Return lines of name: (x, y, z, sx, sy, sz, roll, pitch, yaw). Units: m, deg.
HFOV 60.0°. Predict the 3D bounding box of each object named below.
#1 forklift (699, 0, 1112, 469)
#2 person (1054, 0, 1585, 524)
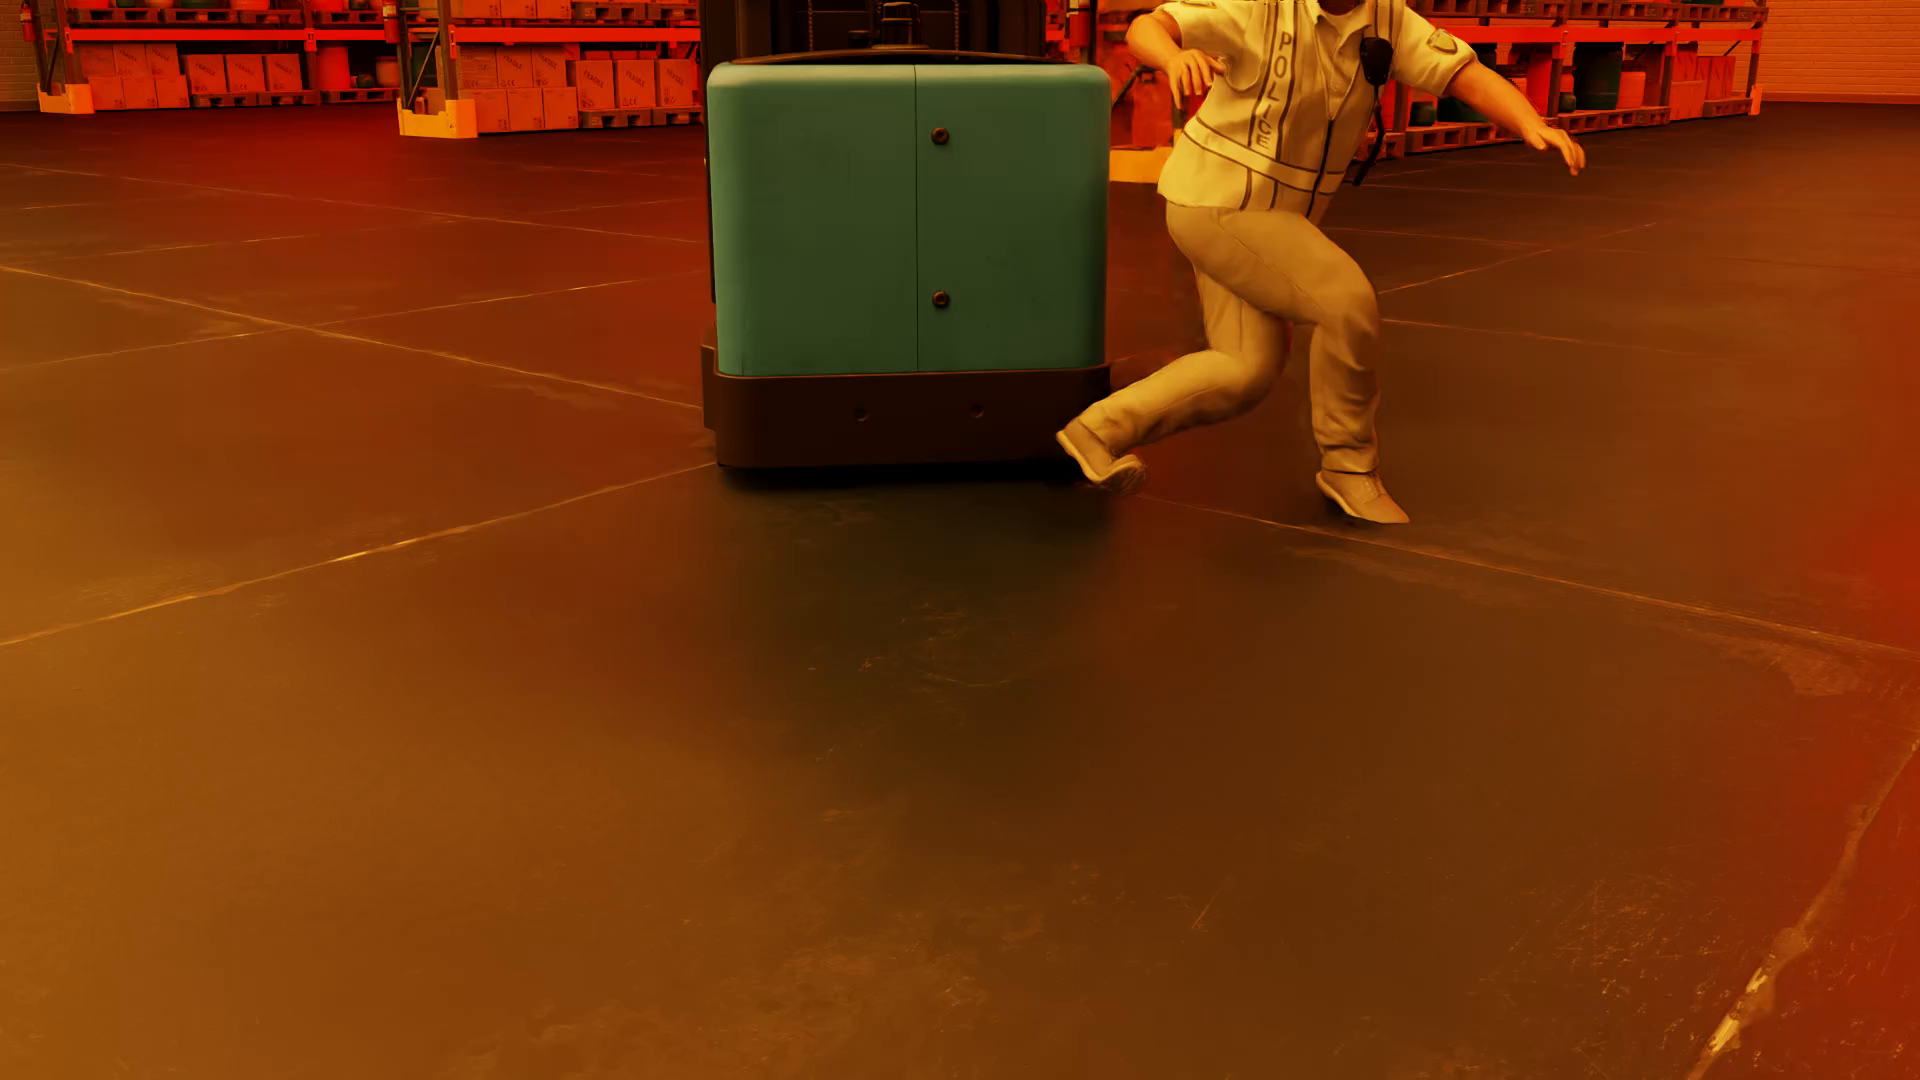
forklift: (-0.305, -1.969, 5.383, 1.130, 2.935, 3.031, -2, 17, -7)
person: (0.814, -0.750, 3.896, 1.130, 1.552, 0.916, 13, 21, 36)
